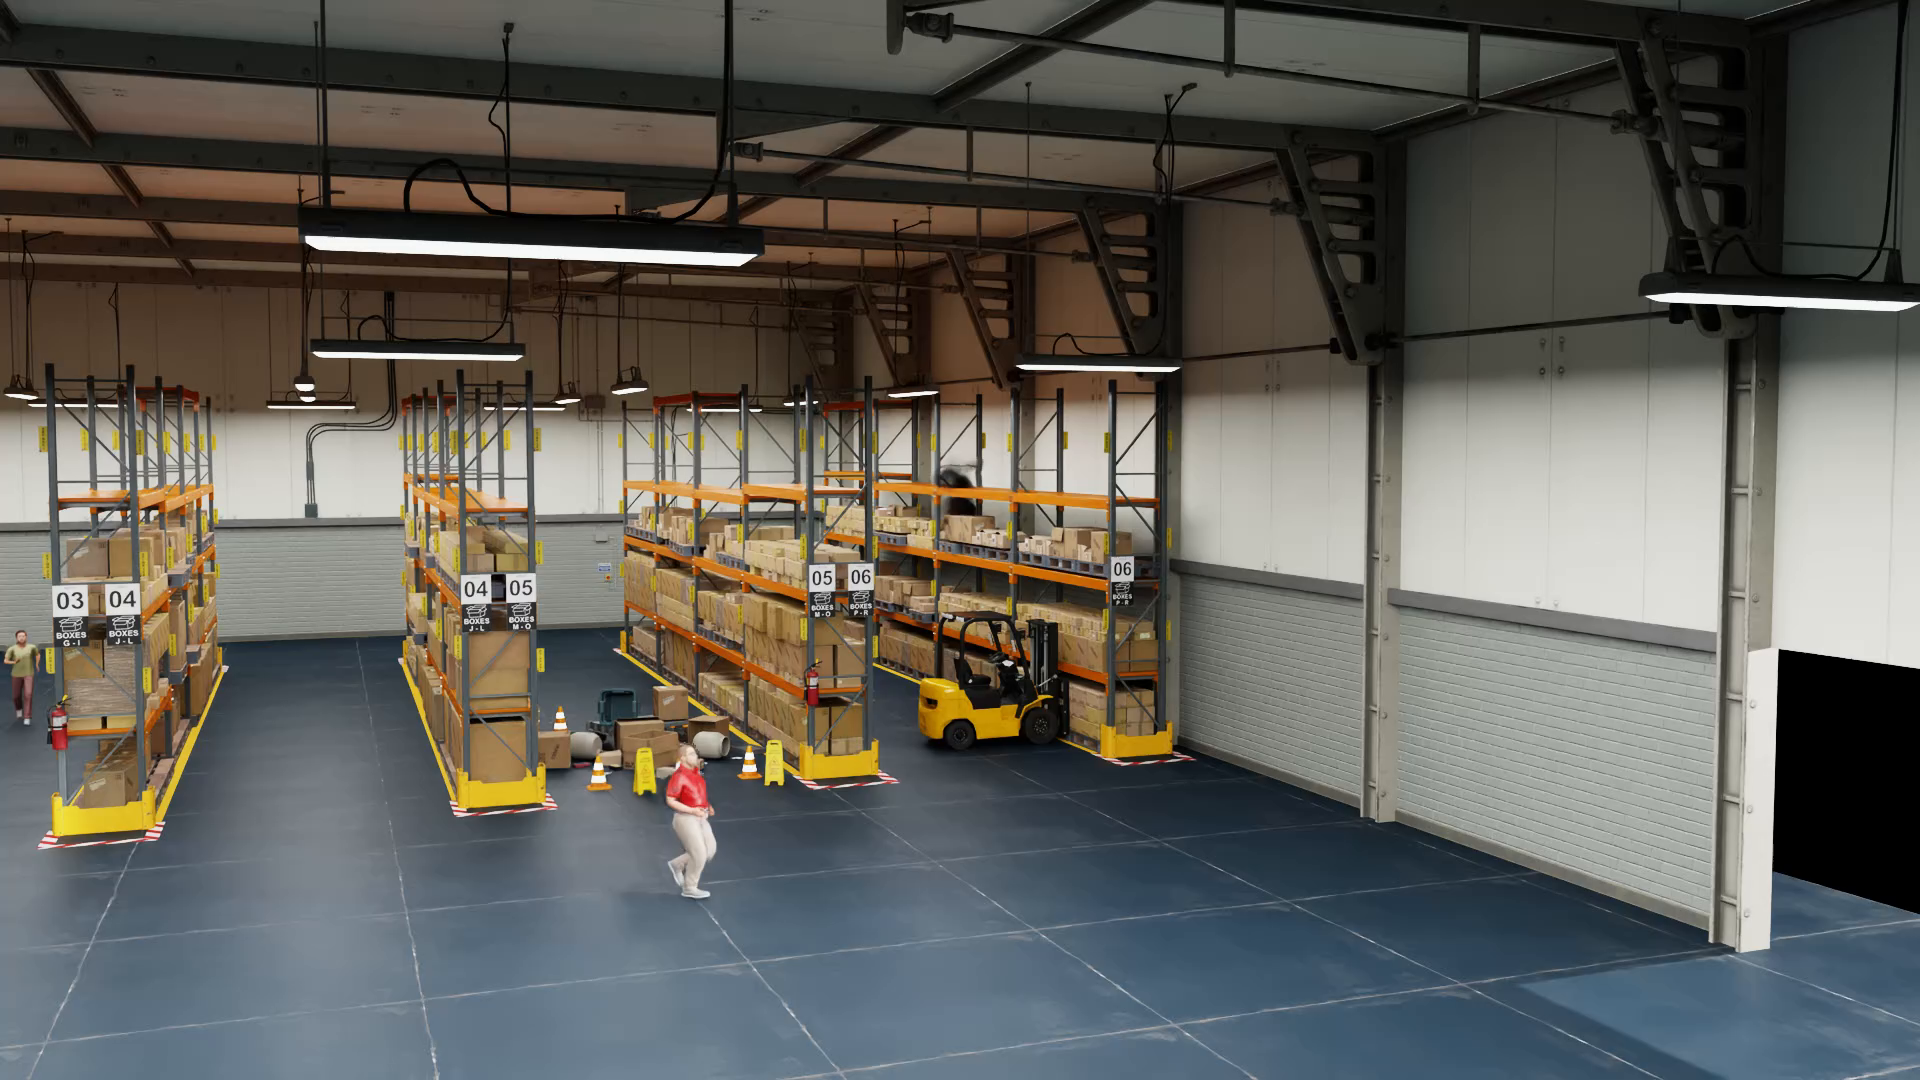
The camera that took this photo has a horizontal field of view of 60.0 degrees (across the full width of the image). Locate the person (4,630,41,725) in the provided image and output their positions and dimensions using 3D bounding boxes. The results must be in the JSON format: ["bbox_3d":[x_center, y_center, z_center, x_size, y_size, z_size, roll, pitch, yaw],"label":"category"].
[{"bbox_3d":[-16.676,2.422,29.592,0.580,1.646,0.959,-2,4,-30],"label":"person"}]

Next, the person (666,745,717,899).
[{"bbox_3d":[-2.977,3.091,18.304,0.626,1.674,0.660,1,4,17],"label":"person"}]
